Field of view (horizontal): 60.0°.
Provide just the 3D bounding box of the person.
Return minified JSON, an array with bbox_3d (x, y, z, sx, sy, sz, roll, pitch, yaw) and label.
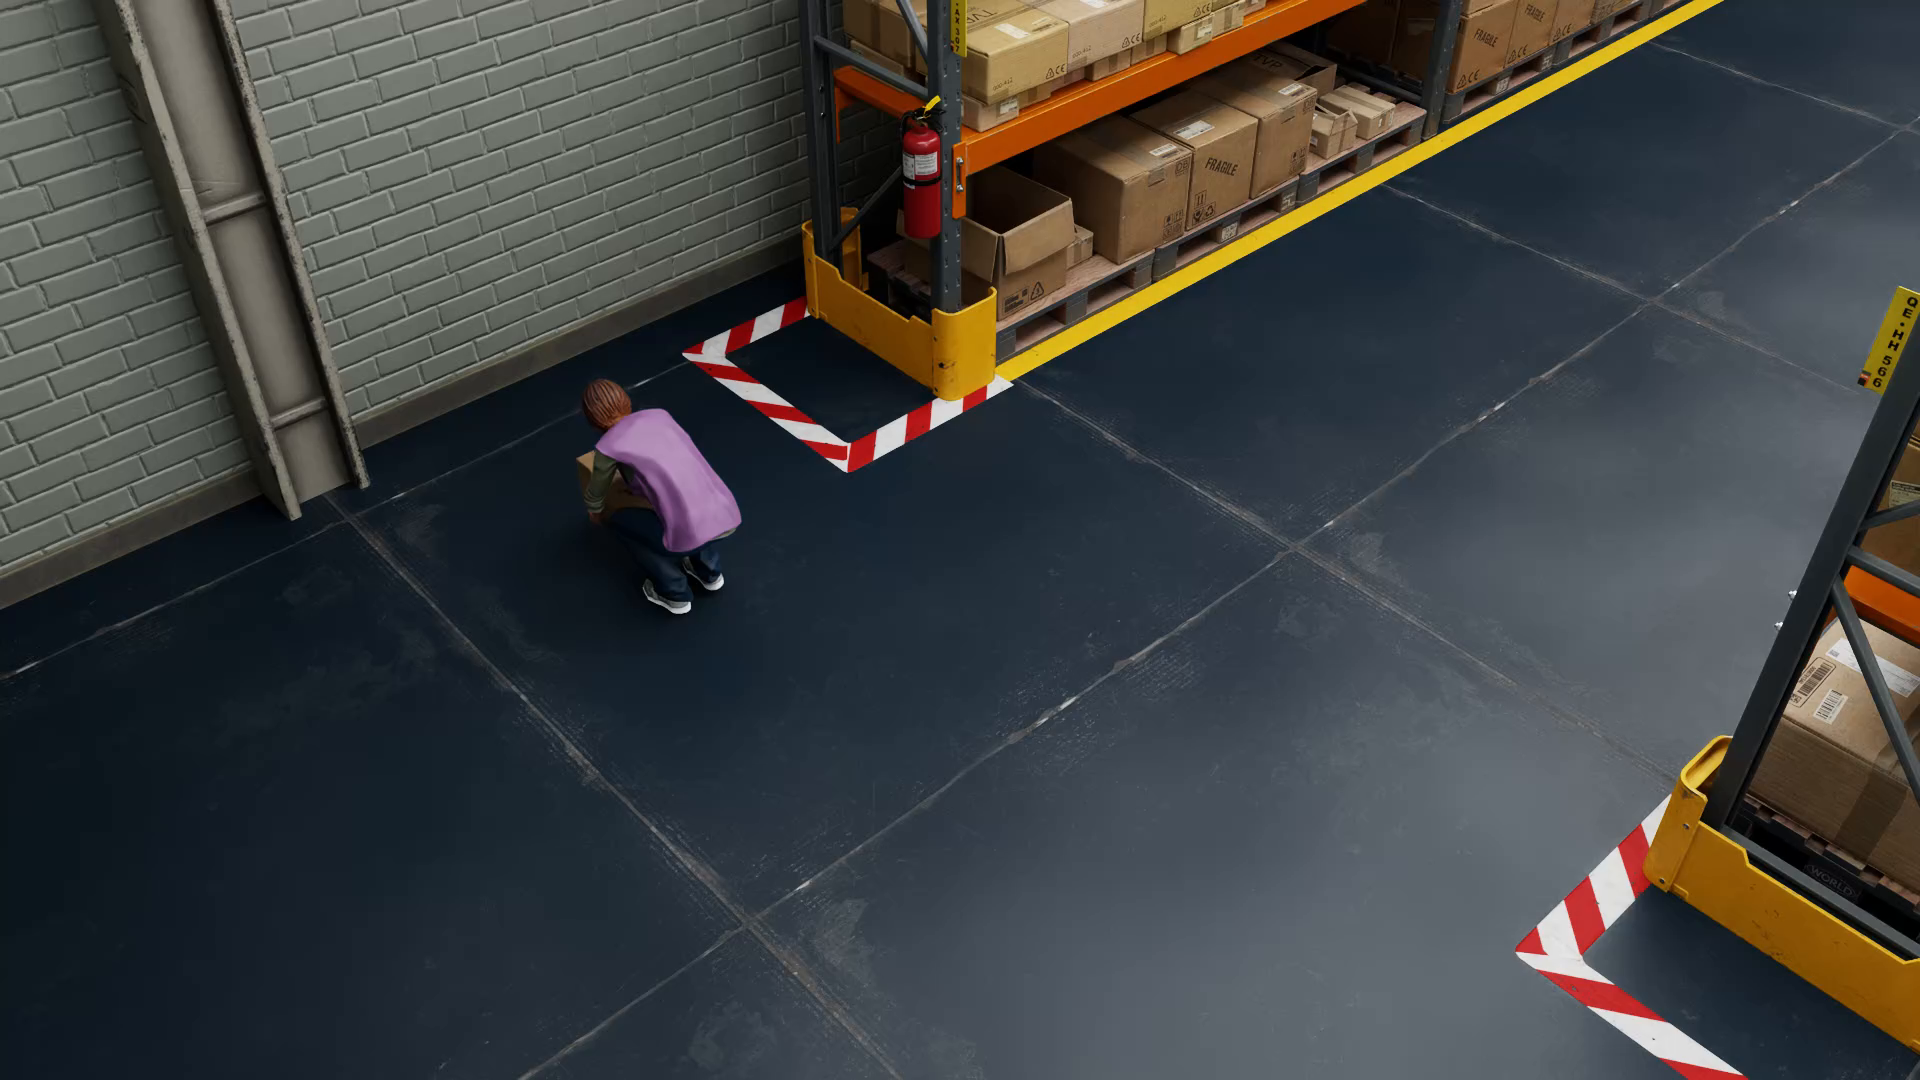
[{"bbox_3d":[-1.249,-0.167,6.895,0.442,0.908,0.797,-31,49,-31],"label":"person"}]
